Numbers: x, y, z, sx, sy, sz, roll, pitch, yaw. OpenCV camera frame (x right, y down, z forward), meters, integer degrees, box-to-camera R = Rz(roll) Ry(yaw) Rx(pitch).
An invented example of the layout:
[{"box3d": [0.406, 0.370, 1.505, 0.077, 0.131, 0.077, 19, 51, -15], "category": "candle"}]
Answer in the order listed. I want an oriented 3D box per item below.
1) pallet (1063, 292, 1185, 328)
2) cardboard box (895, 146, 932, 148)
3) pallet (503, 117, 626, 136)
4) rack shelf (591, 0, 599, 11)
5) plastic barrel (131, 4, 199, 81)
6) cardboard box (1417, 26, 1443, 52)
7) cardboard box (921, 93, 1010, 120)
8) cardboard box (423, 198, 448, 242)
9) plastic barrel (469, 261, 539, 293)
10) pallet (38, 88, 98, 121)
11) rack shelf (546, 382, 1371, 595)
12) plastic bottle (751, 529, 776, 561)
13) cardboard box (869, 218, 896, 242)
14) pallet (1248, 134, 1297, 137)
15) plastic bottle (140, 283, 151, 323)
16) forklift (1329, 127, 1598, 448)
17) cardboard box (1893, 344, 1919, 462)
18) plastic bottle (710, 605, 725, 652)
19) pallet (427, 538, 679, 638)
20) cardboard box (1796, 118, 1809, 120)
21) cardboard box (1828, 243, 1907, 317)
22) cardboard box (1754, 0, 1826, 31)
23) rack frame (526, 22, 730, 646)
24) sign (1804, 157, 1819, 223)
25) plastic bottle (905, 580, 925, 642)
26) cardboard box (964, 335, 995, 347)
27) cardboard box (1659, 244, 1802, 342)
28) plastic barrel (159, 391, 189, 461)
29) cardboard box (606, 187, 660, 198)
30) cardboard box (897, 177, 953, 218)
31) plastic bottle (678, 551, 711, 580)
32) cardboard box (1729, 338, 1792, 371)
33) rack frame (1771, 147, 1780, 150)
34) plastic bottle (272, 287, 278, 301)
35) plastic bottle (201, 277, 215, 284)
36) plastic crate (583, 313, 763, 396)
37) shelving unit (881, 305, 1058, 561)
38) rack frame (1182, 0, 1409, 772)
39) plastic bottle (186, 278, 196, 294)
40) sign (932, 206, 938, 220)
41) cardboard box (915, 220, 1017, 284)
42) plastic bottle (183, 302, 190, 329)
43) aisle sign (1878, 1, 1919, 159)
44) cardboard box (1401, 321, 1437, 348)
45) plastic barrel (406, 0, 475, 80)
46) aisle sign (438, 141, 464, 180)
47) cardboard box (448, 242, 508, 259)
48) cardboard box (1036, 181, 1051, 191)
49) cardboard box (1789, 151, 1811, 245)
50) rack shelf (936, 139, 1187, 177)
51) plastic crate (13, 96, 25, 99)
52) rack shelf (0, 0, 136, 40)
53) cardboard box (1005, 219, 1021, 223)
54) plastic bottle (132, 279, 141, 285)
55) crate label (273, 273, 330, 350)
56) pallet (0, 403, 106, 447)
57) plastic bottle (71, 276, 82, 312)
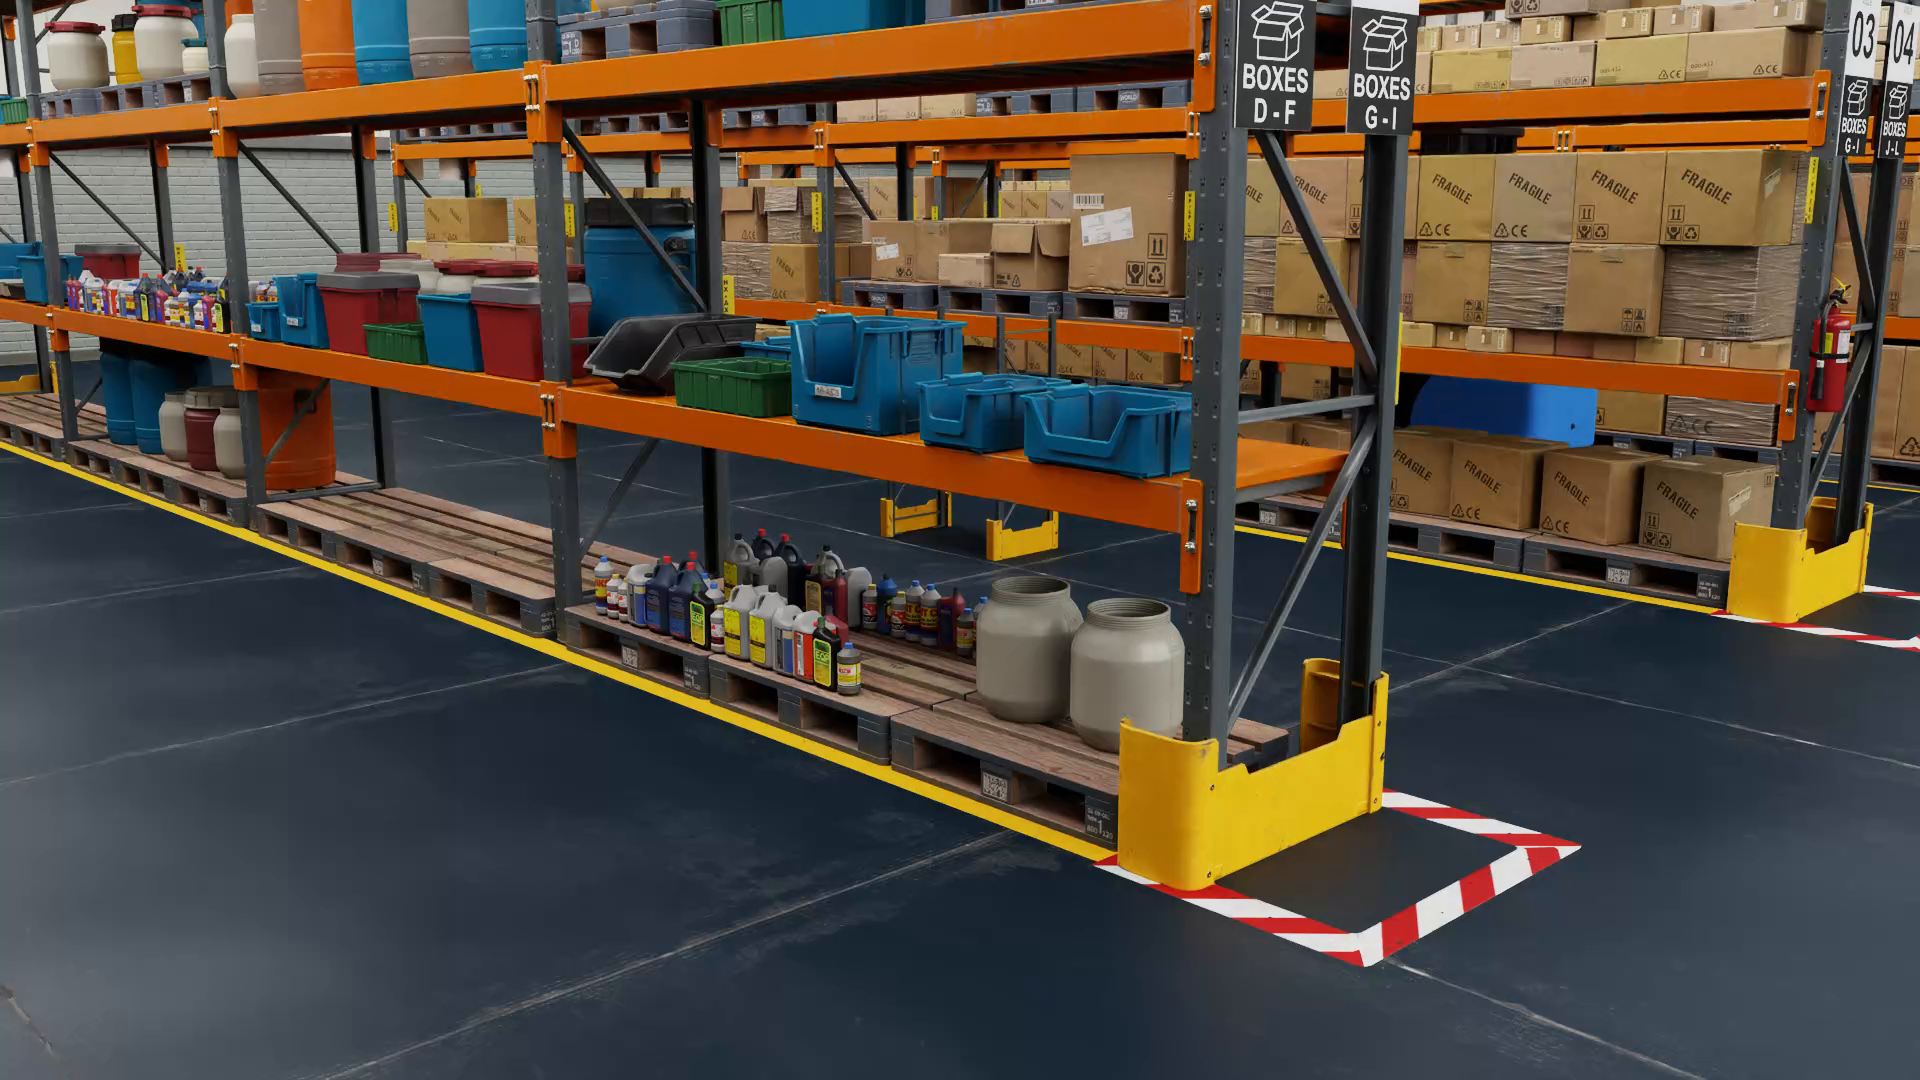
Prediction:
[{"box3d": [1.528, -1.740, 12.398, 1.003, 0.211, 1.213, -11, 16, -43], "category": "pallet"}, {"box3d": [-0.451, -4.976, 20.566, 0.500, 0.250, 0.500, -10, 16, -41], "category": "cardboard box"}, {"box3d": [-4.131, -4.416, 17.698, 1.003, 0.211, 1.213, -11, 16, -43], "category": "pallet"}, {"box3d": [-2.192, -4.968, 15.496, 1.077, 0.370, 4.000, -11, 16, -43], "category": "rack shelf"}, {"box3d": [-5.727, -3.575, 12.017, 0.433, 0.535, 0.433, 0, 12, 0], "category": "plastic barrel"}, {"box3d": [2.880, -3.017, 10.074, 0.380, 0.149, 0.250, -11, 16, -44], "category": "cardboard box"}, {"box3d": [0.045, -3.429, 13.058, 0.500, 0.250, 0.500, -10, 16, -41], "category": "cardboard box"}, {"box3d": [-5.854, -3.712, 19.272, 0.500, 0.500, 0.500, 11, 16, 44], "category": "cardboard box"}, {"box3d": [-2.640, -1.355, 9.720, 0.433, 0.535, 0.433, 0, 12, 0], "category": "plastic barrel"}, {"box3d": [-6.544, -3.455, 13.283, 1.213, 0.211, 1.003, -11, 16, -43], "category": "pallet"}, {"box3d": [-0.250, -0.367, 7.044, 1.077, 0.370, 4.000, -11, 16, -43], "category": "rack shelf"}, {"box3d": [-0.978, 0.124, 8.350, 0.185, 0.351, 0.144, 11, 16, 44], "category": "plastic bottle"}, {"box3d": [-0.813, -3.848, 21.169, 0.500, 0.500, 0.500, 11, 16, 44], "category": "cardboard box"}, {"box3d": [3.329, -4.252, 17.151, 1.213, 0.211, 1.003, -10, 15, -40], "category": "pallet"}, {"box3d": [-5.991, -1.751, 12.267, 0.061, 0.283, 0.133, -11, 16, -43], "category": "plastic bottle"}, {"box3d": [3.577, -2.022, 13.460, 1.130, 2.935, 3.031, -11, 16, -42], "category": "forklift"}, {"box3d": [7.854, -1.049, 12.796, 0.875, 0.875, 0.875, -11, 16, -42], "category": "cardboard box"}, {"box3d": [-1.065, 0.391, 7.424, 0.097, 0.201, 0.097, 0, 12, 0], "category": "plastic bottle"}, {"box3d": [-2.202, 0.245, 9.200, 1.003, 0.211, 1.213, -11, 16, -43], "category": "pallet"}, {"box3d": [9.224, -4.522, 17.627, 0.500, 0.250, 0.500, -11, 16, -44], "category": "cardboard box"}, {"box3d": [7.390, -2.092, 13.262, 0.875, 0.550, 0.550, -11, 16, -43], "category": "cardboard box"}, {"box3d": [4.296, -2.706, 8.563, 0.380, 0.149, 0.250, -11, 16, -43], "category": "cardboard box"}, {"box3d": [-1.631, -1.012, 8.388, 1.000, 3.000, 0.127, -11, 16, -43], "category": "rack frame"}, {"box3d": [4.298, -1.766, 8.395, 0.100, 0.325, 0.005, -11, 16, -43], "category": "sign"}, {"box3d": [-0.201, 0.320, 7.595, 0.097, 0.271, 0.097, 0, 12, 0], "category": "plastic bottle"}, {"box3d": [0.402, -2.382, 20.196, 0.500, 0.500, 0.500, -10, 15, -40], "category": "cardboard box"}, {"box3d": [4.353, -1.397, 9.273, 0.875, 0.500, 0.500, -11, 16, -43], "category": "cardboard box"}, {"box3d": [-5.978, -0.886, 12.905, 0.421, 0.512, 0.421, 0, 12, 0], "category": "plastic barrel"}, {"box3d": [-3.127, -3.318, 16.847, 0.637, 0.503, 0.797, 11, 16, 44], "category": "cardboard box"}, {"box3d": [-0.437, -4.261, 20.698, 0.500, 0.500, 0.500, 11, 16, 43], "category": "cardboard box"}, {"box3d": [-1.270, 0.226, 7.856, 0.144, 0.351, 0.185, -11, 16, -43], "category": "plastic bottle"}, {"box3d": [4.367, -1.008, 8.993, 0.380, 0.149, 0.250, -11, 16, -43], "category": "cardboard box"}, {"box3d": [9.118, -3.083, 18.441, 1.000, 3.000, 0.127, -11, 16, -43], "category": "rack frame"}, {"box3d": [-5.090, -1.782, 12.446, 0.097, 0.271, 0.097, 0, 12, 0], "category": "plastic bottle"}, {"box3d": [-6.049, -1.979, 13.391, 0.152, 0.276, 0.135, -11, 16, -43], "category": "plastic bottle"}, {"box3d": [-1.362, -0.887, 7.938, 0.767, 0.338, 0.504, -11, 16, -43], "category": "plastic crate"}, {"box3d": [0.053, -0.723, 10.706, 0.587, 1.500, 1.083, -11, 16, -43], "category": "shelving unit"}, {"box3d": [1.131, -0.428, 5.555, 1.000, 3.000, 0.127, -11, 16, -43], "category": "rack frame"}, {"box3d": [-6.127, -1.957, 13.294, 0.097, 0.271, 0.097, 0, 12, 0], "category": "plastic bottle"}, {"box3d": [-0.304, -3.893, 20.229, 0.100, 0.325, 0.005, -11, 16, -43], "category": "sign"}, {"box3d": [0.048, -2.400, 13.836, 0.700, 0.500, 0.500, -8, 14, -34], "category": "cardboard box"}, {"box3d": [-5.409, -1.593, 11.704, 0.097, 0.201, 0.097, 0, 12, 0], "category": "plastic bottle"}, {"box3d": [4.973, -2.424, 8.802, 0.394, 0.787, 0.004, -11, 16, -43], "category": "aisle sign"}, {"box3d": [2.928, -1.288, 10.354, 0.380, 0.149, 0.250, -11, 16, -43], "category": "cardboard box"}, {"box3d": [-2.591, -2.866, 8.712, 0.600, 0.901, 0.600, 0, 12, 0], "category": "plastic barrel"}, {"box3d": [-6.169, -4.779, 20.230, 0.394, 0.787, 0.004, -11, 16, -43], "category": "aisle sign"}, {"box3d": [-5.492, -3.269, 18.979, 0.500, 0.250, 0.500, 11, 16, 43], "category": "cardboard box"}, {"box3d": [1.400, -5.482, 25.753, 0.250, 0.149, 0.380, 11, 16, 43], "category": "cardboard box"}, {"box3d": [4.531, -1.921, 9.338, 0.500, 0.500, 0.500, -11, 16, -43], "category": "cardboard box"}, {"box3d": [1.465, -4.371, 19.042, 1.077, 0.370, 4.000, -11, 16, -43], "category": "rack shelf"}, {"box3d": [-8.611, -3.808, 14.819, 0.437, 0.282, 0.530, -11, 16, -43], "category": "plastic crate"}, {"box3d": [-8.537, -4.861, 14.980, 1.077, 0.370, 4.000, -11, 16, -43], "category": "rack shelf"}, {"box3d": [0.743, -3.647, 19.285, 0.380, 0.149, 0.250, -11, 16, -43], "category": "cardboard box"}, {"box3d": [-6.362, -1.884, 12.929, 0.152, 0.276, 0.135, -11, 16, -43], "category": "plastic bottle"}, {"box3d": [-3.903, -1.430, 10.332, 0.502, 0.435, 0.616, -11, 16, -43], "category": "crate label"}, {"box3d": [-8.538, -1.093, 15.696, 1.003, 0.211, 1.213, -11, 16, -43], "category": "pallet"}, {"box3d": [-7.119, -1.990, 13.424, 0.061, 0.283, 0.133, -11, 16, -43], "category": "plastic bottle"}]
